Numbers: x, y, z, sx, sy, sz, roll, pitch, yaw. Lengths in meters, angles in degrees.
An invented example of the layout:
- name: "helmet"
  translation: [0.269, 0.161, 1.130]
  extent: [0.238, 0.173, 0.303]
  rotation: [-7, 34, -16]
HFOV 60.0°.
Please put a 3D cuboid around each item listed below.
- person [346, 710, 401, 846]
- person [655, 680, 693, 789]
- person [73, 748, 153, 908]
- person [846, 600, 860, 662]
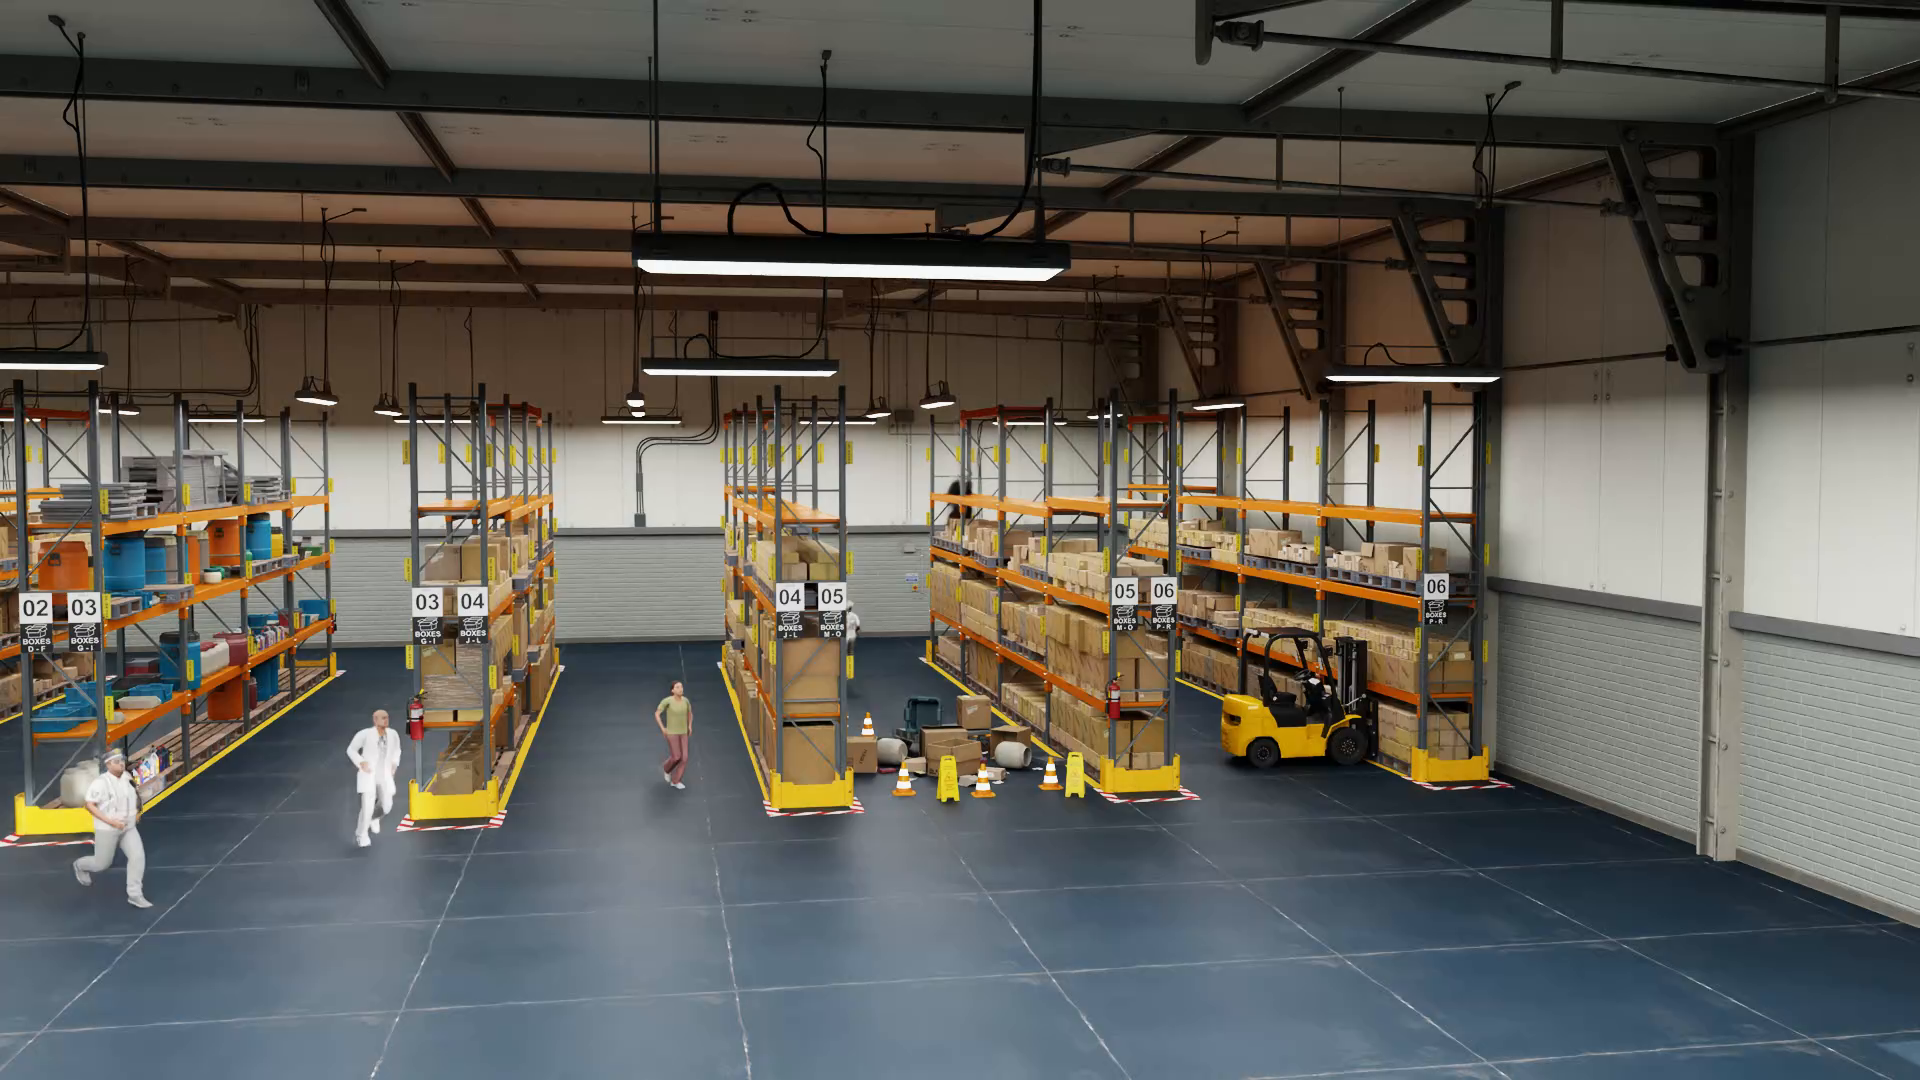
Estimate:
- name: "person"
  translation: [-7.611, 3.065, 21.678]
  extent: [0.719, 1.701, 0.624]
  rotation: [-2, 4, -40]
- name: "person"
  translation: [-4.283, 2.920, 25.064]
  extent: [0.587, 1.631, 0.537]
  rotation: [-2, 4, -35]
- name: "person"
  translation: [-9.461, 3.208, 18.569]
  extent: [1.044, 1.784, 0.640]
  rotation: [1, 3, 27]
- name: "person"
  translation: [-2.454, 2.172, 35.935]
  extent: [0.574, 1.741, 0.642]
  rotation: [-1, 3, -11]
